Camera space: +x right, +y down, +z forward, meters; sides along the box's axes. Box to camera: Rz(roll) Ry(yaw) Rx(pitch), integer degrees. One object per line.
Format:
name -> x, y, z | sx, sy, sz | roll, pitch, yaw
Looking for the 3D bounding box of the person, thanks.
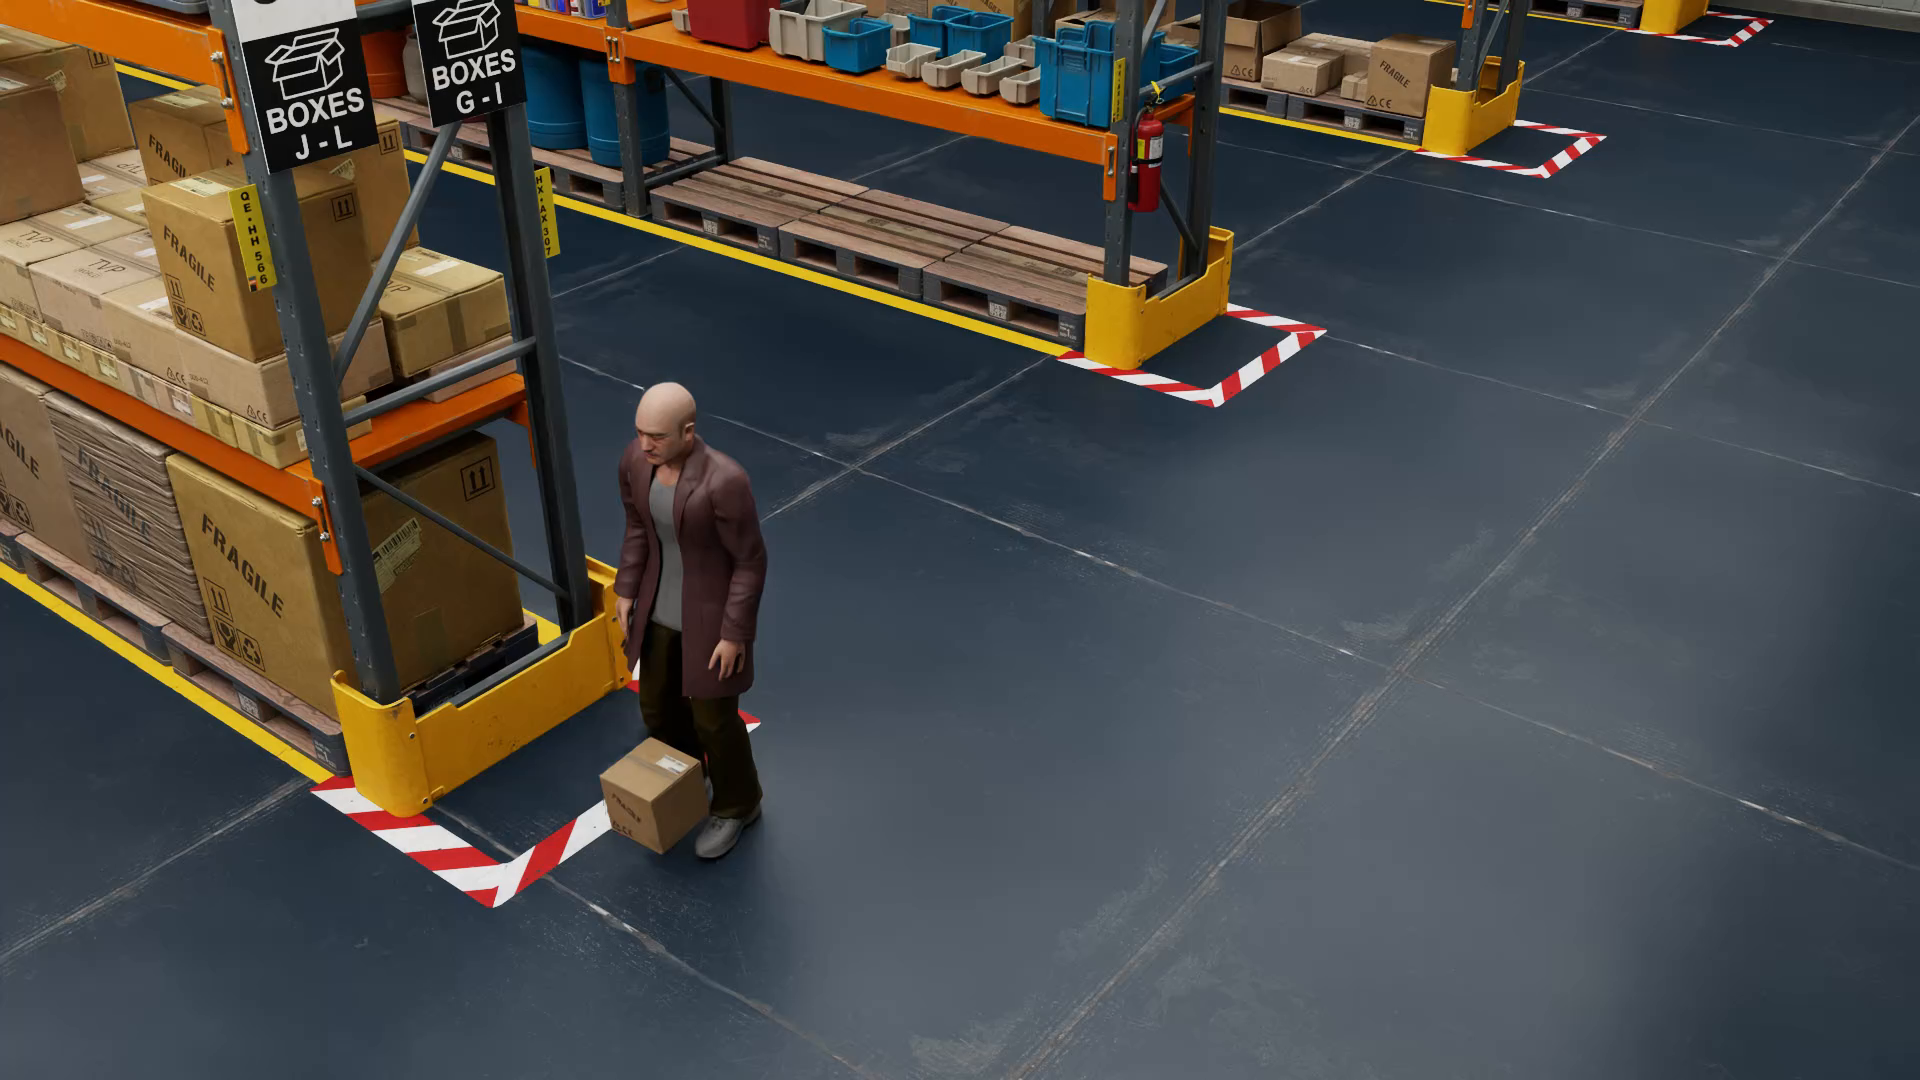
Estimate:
person -> -0.927, 0.310, 5.733 | 0.607, 1.659, 0.425 | 20, 36, 30
